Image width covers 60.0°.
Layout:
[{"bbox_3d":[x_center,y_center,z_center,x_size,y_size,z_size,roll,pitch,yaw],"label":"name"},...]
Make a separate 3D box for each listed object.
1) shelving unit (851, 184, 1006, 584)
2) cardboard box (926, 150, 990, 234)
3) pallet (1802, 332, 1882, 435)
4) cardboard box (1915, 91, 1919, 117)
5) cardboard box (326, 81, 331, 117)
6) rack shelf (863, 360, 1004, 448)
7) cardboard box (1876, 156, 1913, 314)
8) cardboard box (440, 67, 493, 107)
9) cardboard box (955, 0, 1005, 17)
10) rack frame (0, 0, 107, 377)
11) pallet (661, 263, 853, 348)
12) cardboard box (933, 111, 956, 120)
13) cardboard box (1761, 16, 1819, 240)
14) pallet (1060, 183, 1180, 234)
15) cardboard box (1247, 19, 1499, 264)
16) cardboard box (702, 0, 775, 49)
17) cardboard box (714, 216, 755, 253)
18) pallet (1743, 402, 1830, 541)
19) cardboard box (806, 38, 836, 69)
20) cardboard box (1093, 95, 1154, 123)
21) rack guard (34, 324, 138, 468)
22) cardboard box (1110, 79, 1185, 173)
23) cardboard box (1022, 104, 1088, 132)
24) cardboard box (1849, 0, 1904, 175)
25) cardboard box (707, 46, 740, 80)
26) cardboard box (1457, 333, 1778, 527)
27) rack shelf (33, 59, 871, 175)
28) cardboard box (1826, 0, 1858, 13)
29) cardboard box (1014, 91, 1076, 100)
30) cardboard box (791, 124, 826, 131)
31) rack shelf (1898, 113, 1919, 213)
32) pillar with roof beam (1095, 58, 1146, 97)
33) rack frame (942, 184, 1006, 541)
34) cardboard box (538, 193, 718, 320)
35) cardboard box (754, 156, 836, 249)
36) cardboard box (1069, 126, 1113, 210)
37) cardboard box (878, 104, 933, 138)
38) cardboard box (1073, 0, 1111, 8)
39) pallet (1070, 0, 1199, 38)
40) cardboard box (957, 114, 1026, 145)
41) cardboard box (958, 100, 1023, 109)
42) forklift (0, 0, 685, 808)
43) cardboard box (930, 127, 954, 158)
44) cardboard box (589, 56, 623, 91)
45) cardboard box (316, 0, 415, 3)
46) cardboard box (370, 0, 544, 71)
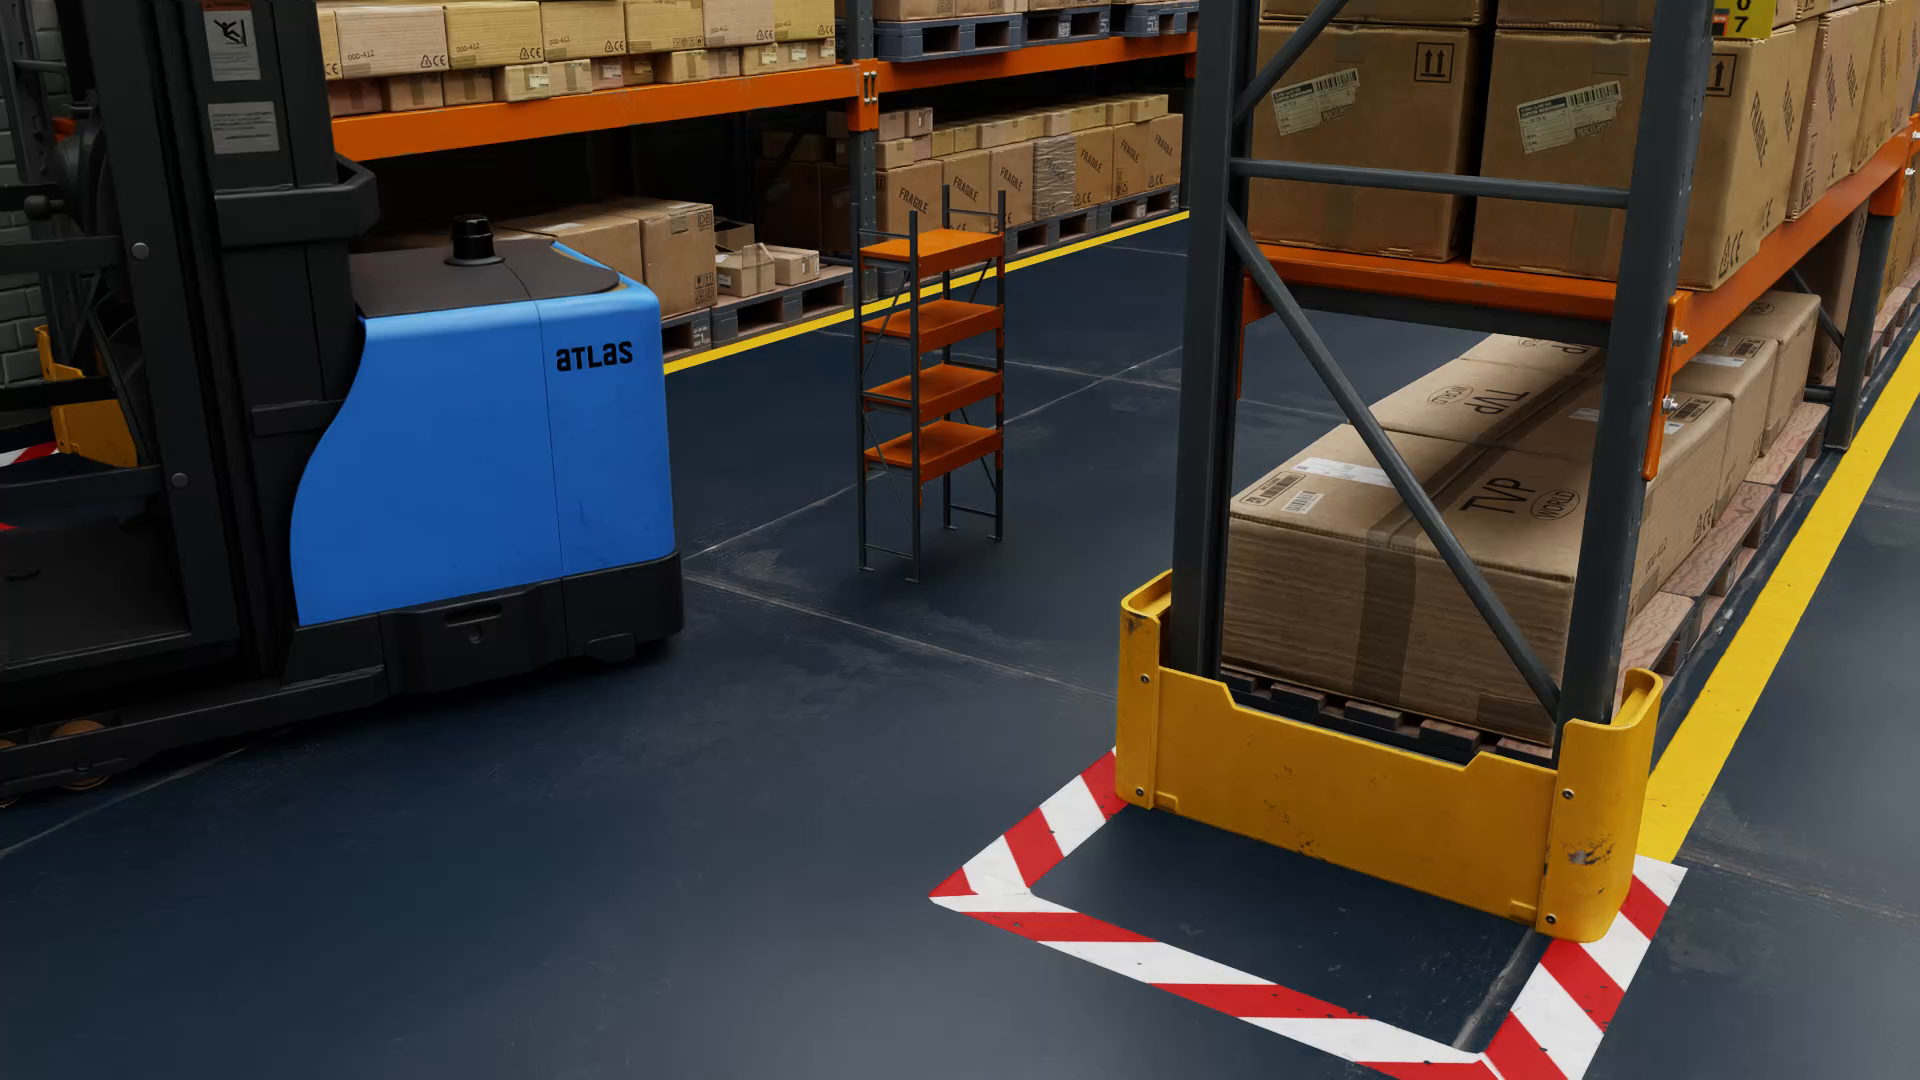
[{"bbox_3d":[-0.093,-0.515,5.428,0.258,1.200,0.503,13,24,32],"label":"shelving unit"},{"bbox_3d":[-0.161,-2.112,10.150,0.500,0.500,0.500,13,24,31],"label":"cardboard box"},{"bbox_3d":[3.568,-0.799,7.622,1.003,0.211,1.213,13,24,32],"label":"pallet"},{"bbox_3d":[3.662,-1.876,6.728,0.500,0.250,0.500,13,24,31],"label":"cardboard box"},{"bbox_3d":[-2.643,-1.695,6.387,0.380,0.149,0.250,14,24,33],"label":"cardboard box"},{"bbox_3d":[-0.093,-0.452,5.452,0.258,0.148,0.480,13,24,32],"label":"rack shelf"},{"bbox_3d":[3.980,-1.526,8.023,0.875,0.875,0.875,14,25,33],"label":"cardboard box"},{"bbox_3d":[-2.186,-1.915,6.982,0.380,0.149,0.250,14,24,33],"label":"cardboard box"},{"bbox_3d":[-0.163,-3.326,9.683,0.700,0.500,0.500,14,24,32],"label":"cardboard box"},{"bbox_3d":[-3.159,-1.690,6.011,1.000,3.000,0.127,13,24,32],"label":"rack frame"},{"bbox_3d":[-1.297,-1.333,9.066,1.003,0.211,1.213,13,24,32],"label":"pallet"},{"bbox_3d":[-0.250,-2.708,10.826,0.380,0.149,0.250,14,24,33],"label":"cardboard box"},{"bbox_3d":[1.717,-1.003,4.008,0.500,0.500,0.500,13,24,31],"label":"cardboard box"},{"bbox_3d":[0.887,-2.471,12.141,1.003,0.211,1.213,13,24,32],"label":"pallet"},{"bbox_3d":[1.000,-0.960,3.893,0.500,0.500,0.500,13,24,32],"label":"cardboard box"},{"bbox_3d":[-1.265,-2.567,8.168,0.500,0.250,0.500,13,24,32],"label":"cardboard box"},{"bbox_3d":[-1.477,-1.631,9.120,0.500,0.311,0.500,14,25,34],"label":"cardboard box"},{"bbox_3d":[2.704,-0.360,6.435,1.003,0.211,1.213,13,24,32],"label":"pallet"},{"bbox_3d":[-0.881,-2.580,8.777,0.380,0.149,0.250,14,24,33],"label":"cardboard box"},{"bbox_3d":[1.142,-3.039,11.720,0.380,0.149,0.250,12,23,29],"label":"cardboard box"},{"bbox_3d":[-3.116,-0.540,6.504,1.175,0.500,0.348,13,24,32],"label":"rack guard"},{"bbox_3d":[1.700,-3.245,13.032,0.875,0.625,0.625,14,25,34],"label":"cardboard box"},{"bbox_3d":[0.632,-2.834,11.165,0.380,0.149,0.250,13,24,31],"label":"cardboard box"},{"bbox_3d":[2.592,-1.439,5.188,0.500,0.500,0.500,13,24,31],"label":"cardboard box"},{"bbox_3d":[-1.305,-2.351,8.160,0.380,0.149,0.250,14,24,33],"label":"cardboard box"},{"bbox_3d":[2.252,-0.450,5.746,0.875,0.438,0.875,12,24,30],"label":"cardboard box"},{"bbox_3d":[-2.035,-1.927,7.687,1.077,0.370,4.000,13,24,32],"label":"rack shelf"},{"bbox_3d":[2.021,-1.620,4.236,0.500,0.500,0.500,13,24,31],"label":"cardboard box"},{"bbox_3d":[0.616,-3.155,12.033,0.380,0.149,0.250,14,25,33],"label":"cardboard box"},{"bbox_3d":[-0.799,-2.405,10.007,0.380,0.149,0.250,13,24,32],"label":"cardboard box"},{"bbox_3d":[4.321,-2.108,8.176,1.077,0.370,4.000,13,24,32],"label":"rack shelf"},{"bbox_3d":[4.886,-6.510,10.393,9.100,9.000,0.400,13,24,32],"label":"pillar with roof beam"},{"bbox_3d":[0.044,-0.585,5.618,0.240,1.200,0.015,13,24,32],"label":"rack frame"},{"bbox_3d":[-1.641,-1.408,8.244,0.700,0.500,0.500,12,24,30],"label":"cardboard box"},{"bbox_3d":[-0.879,-2.061,10.012,0.500,0.500,0.500,13,24,32],"label":"cardboard box"},{"bbox_3d":[0.696,-2.555,11.346,0.500,0.500,0.500,15,25,34],"label":"cardboard box"},{"bbox_3d":[-0.382,-2.441,9.675,0.380,0.149,0.250,12,23,29],"label":"cardboard box"},{"bbox_3d":[0.573,-3.727,10.762,0.797,0.503,0.637,13,24,31],"label":"cardboard box"},{"bbox_3d":[1.015,-3.688,11.687,1.213,0.211,1.003,13,24,32],"label":"pallet"},{"bbox_3d":[0.193,-2.605,10.546,0.380,0.149,0.250,14,25,34],"label":"cardboard box"},{"bbox_3d":[0.206,-2.924,11.408,0.380,0.149,0.250,13,24,31],"label":"cardboard box"},{"bbox_3d":[-2.342,-0.934,4.065,3.031,2.935,1.130,-11,23,-28],"label":"forklift"},{"bbox_3d":[-0.262,-2.388,9.961,0.380,0.149,0.250,12,23,29],"label":"cardboard box"},{"bbox_3d":[-1.763,-2.140,7.589,0.380,0.149,0.250,13,24,32],"label":"cardboard box"},{"bbox_3d":[-2.547,-2.232,7.263,0.500,0.250,0.500,14,25,33],"label":"cardboard box"},{"bbox_3d":[-2.116,-2.128,6.982,0.500,0.250,0.500,13,24,31],"label":"cardboard box"}]
